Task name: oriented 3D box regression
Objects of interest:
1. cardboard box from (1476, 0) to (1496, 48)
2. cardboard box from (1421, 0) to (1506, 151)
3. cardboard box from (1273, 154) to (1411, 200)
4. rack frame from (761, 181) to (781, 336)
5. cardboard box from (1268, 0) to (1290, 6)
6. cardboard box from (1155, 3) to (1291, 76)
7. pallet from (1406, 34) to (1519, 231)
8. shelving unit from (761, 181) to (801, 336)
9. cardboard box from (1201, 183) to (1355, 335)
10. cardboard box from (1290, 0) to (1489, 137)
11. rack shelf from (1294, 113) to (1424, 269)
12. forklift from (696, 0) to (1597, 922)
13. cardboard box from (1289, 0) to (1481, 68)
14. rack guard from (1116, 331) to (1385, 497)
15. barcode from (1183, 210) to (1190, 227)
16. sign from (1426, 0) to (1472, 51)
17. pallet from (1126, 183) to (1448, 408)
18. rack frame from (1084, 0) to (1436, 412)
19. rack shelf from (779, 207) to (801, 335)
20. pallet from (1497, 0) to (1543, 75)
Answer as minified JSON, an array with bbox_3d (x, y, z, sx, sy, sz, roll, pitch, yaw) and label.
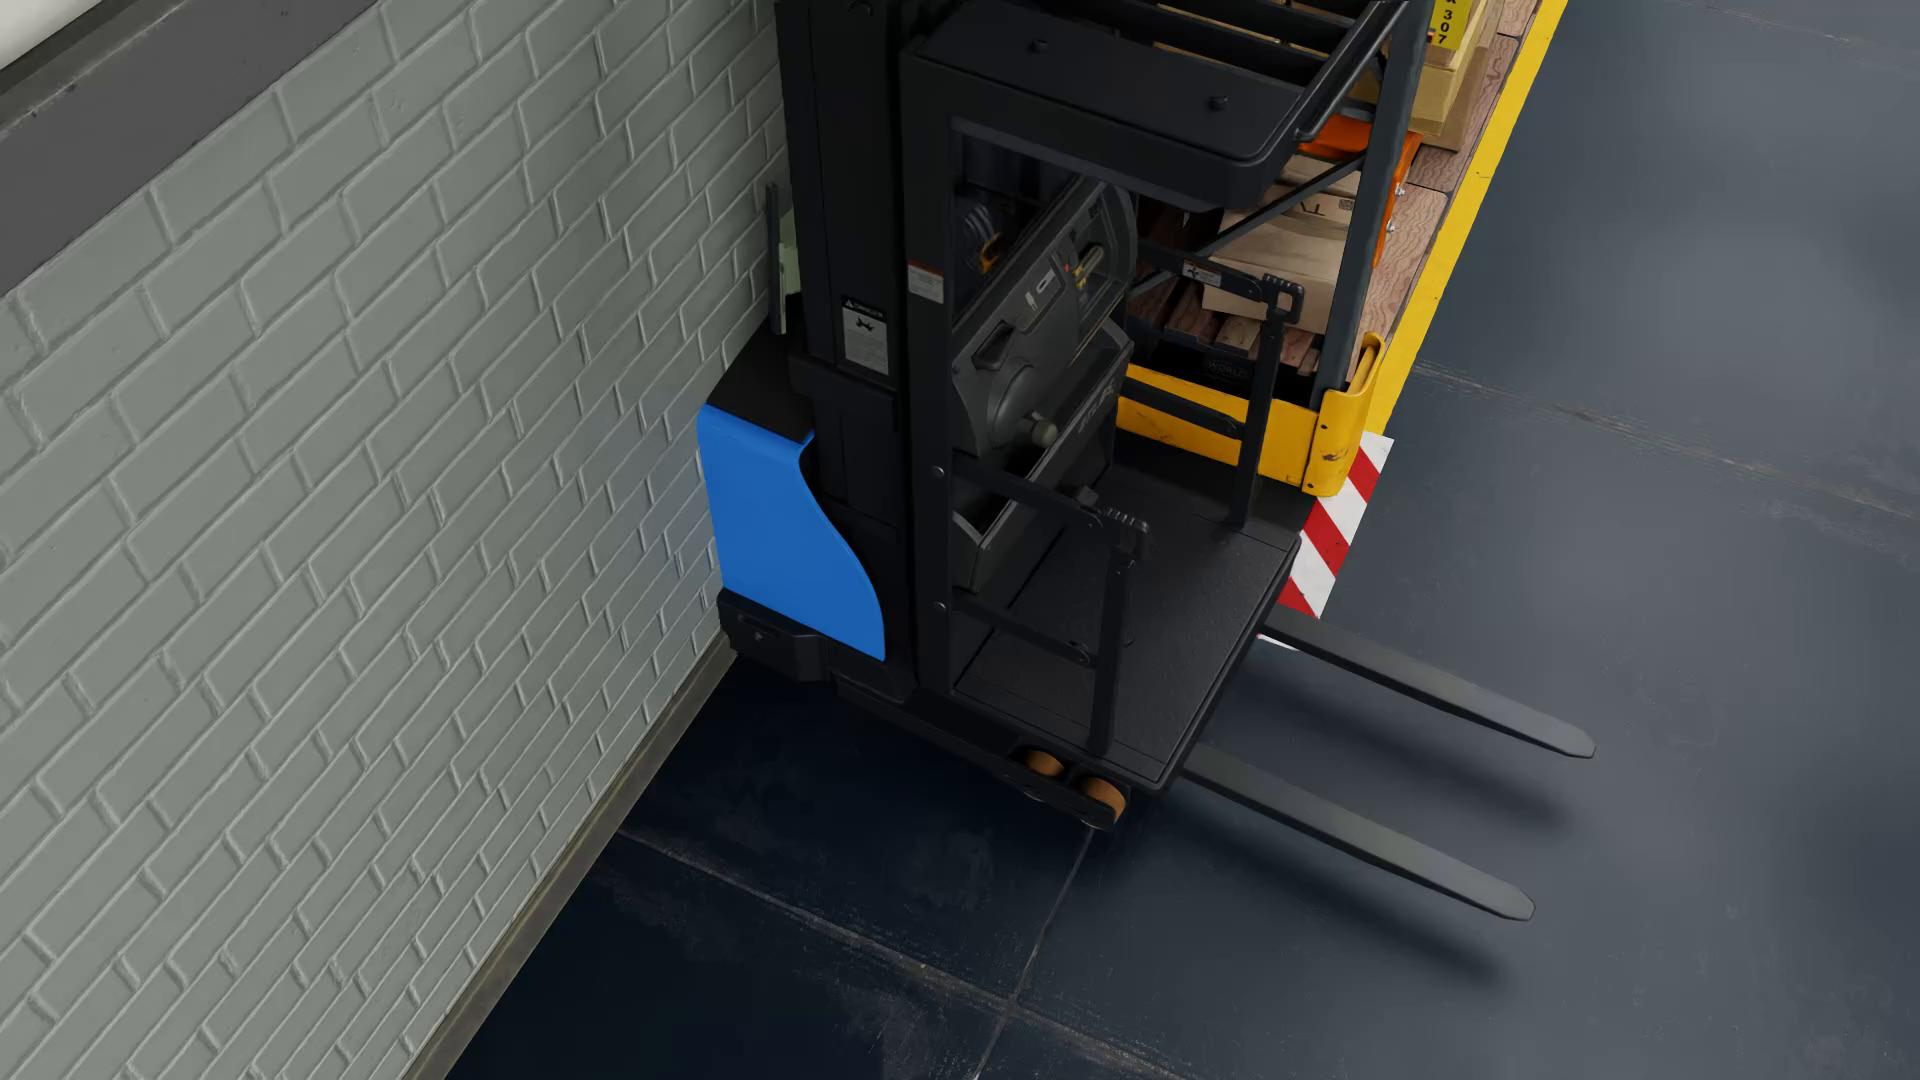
[{"bbox_3d":[1.540,-1.915,5.495,0.500,0.250,0.500,18,52,15],"label":"cardboard box"},{"bbox_3d":[1.814,-2.023,6.855,0.700,0.500,0.500,17,52,14],"label":"cardboard box"},{"bbox_3d":[1.456,-1.473,6.511,0.500,0.311,0.500,24,54,19],"label":"cardboard box"},{"bbox_3d":[-0.637,-0.526,5.106,0.023,1.500,0.400,-21,49,-24],"label":"rack frame"},{"bbox_3d":[0.845,-1.957,5.038,0.500,0.500,0.500,19,52,16],"label":"cardboard box"},{"bbox_3d":[0.860,-1.705,5.317,0.500,0.250,0.500,20,53,17],"label":"cardboard box"},{"bbox_3d":[1.769,-1.896,7.225,1.003,0.211,1.213,20,52,16],"label":"pallet"},{"bbox_3d":[-0.323,-0.644,5.252,0.755,1.500,0.431,-21,49,-24],"label":"shelving unit"},{"bbox_3d":[1.212,-1.081,6.176,0.500,0.311,0.500,14,51,12],"label":"cardboard box"},{"bbox_3d":[1.331,-1.553,5.187,0.500,0.250,0.500,18,52,15],"label":"cardboard box"},{"bbox_3d":[1.690,-2.506,6.385,1.077,0.370,4.000,20,52,16],"label":"rack shelf"},{"bbox_3d":[0.414,-0.548,4.292,3.031,2.935,1.130,23,54,19],"label":"forklift"},{"bbox_3d":[1.311,-1.794,4.900,0.500,0.500,0.500,20,52,16],"label":"cardboard box"},{"bbox_3d":[0.868,-0.604,5.936,1.175,0.500,0.348,20,52,16],"label":"rack guard"},{"bbox_3d":[0.858,-1.226,6.294,0.001,0.075,0.075,20,52,16],"label":"barcode"},{"bbox_3d":[1.326,-1.466,4.460,0.100,0.325,0.005,20,52,16],"label":"sign"},{"bbox_3d":[1.247,-1.059,6.512,1.003,0.211,1.213,20,52,16],"label":"pallet"},{"bbox_3d":[0.835,-1.362,4.940,1.000,3.000,0.127,20,52,16],"label":"rack frame"},{"bbox_3d":[-0.304,-0.926,4.983,0.720,0.370,0.431,-21,49,-24],"label":"rack shelf"},{"bbox_3d":[2.289,-2.739,7.942,1.003,0.211,1.213,20,52,16],"label":"pallet"}]
